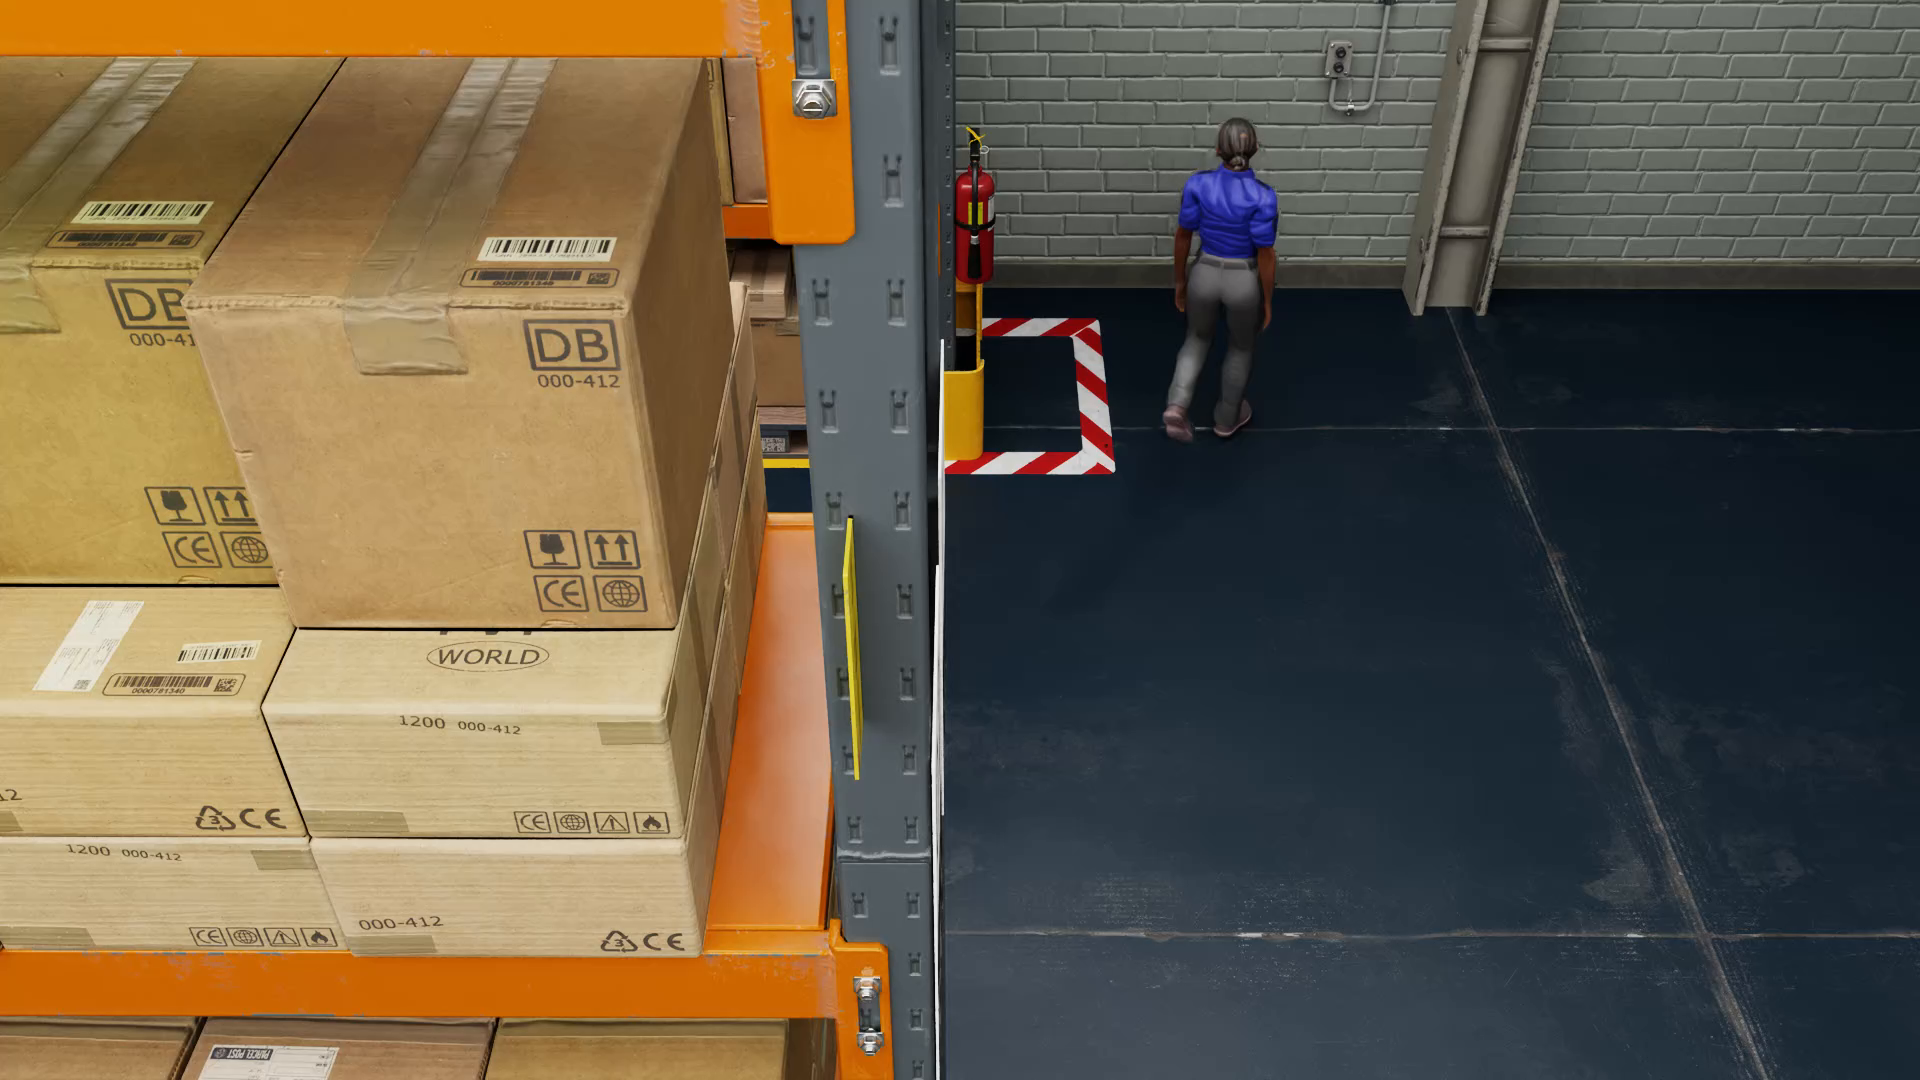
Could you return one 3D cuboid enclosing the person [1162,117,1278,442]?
[{"bbox_3d":[1.180,-1.131,7.489,0.477,1.635,0.613,17,43,19],"label":"person"}]
